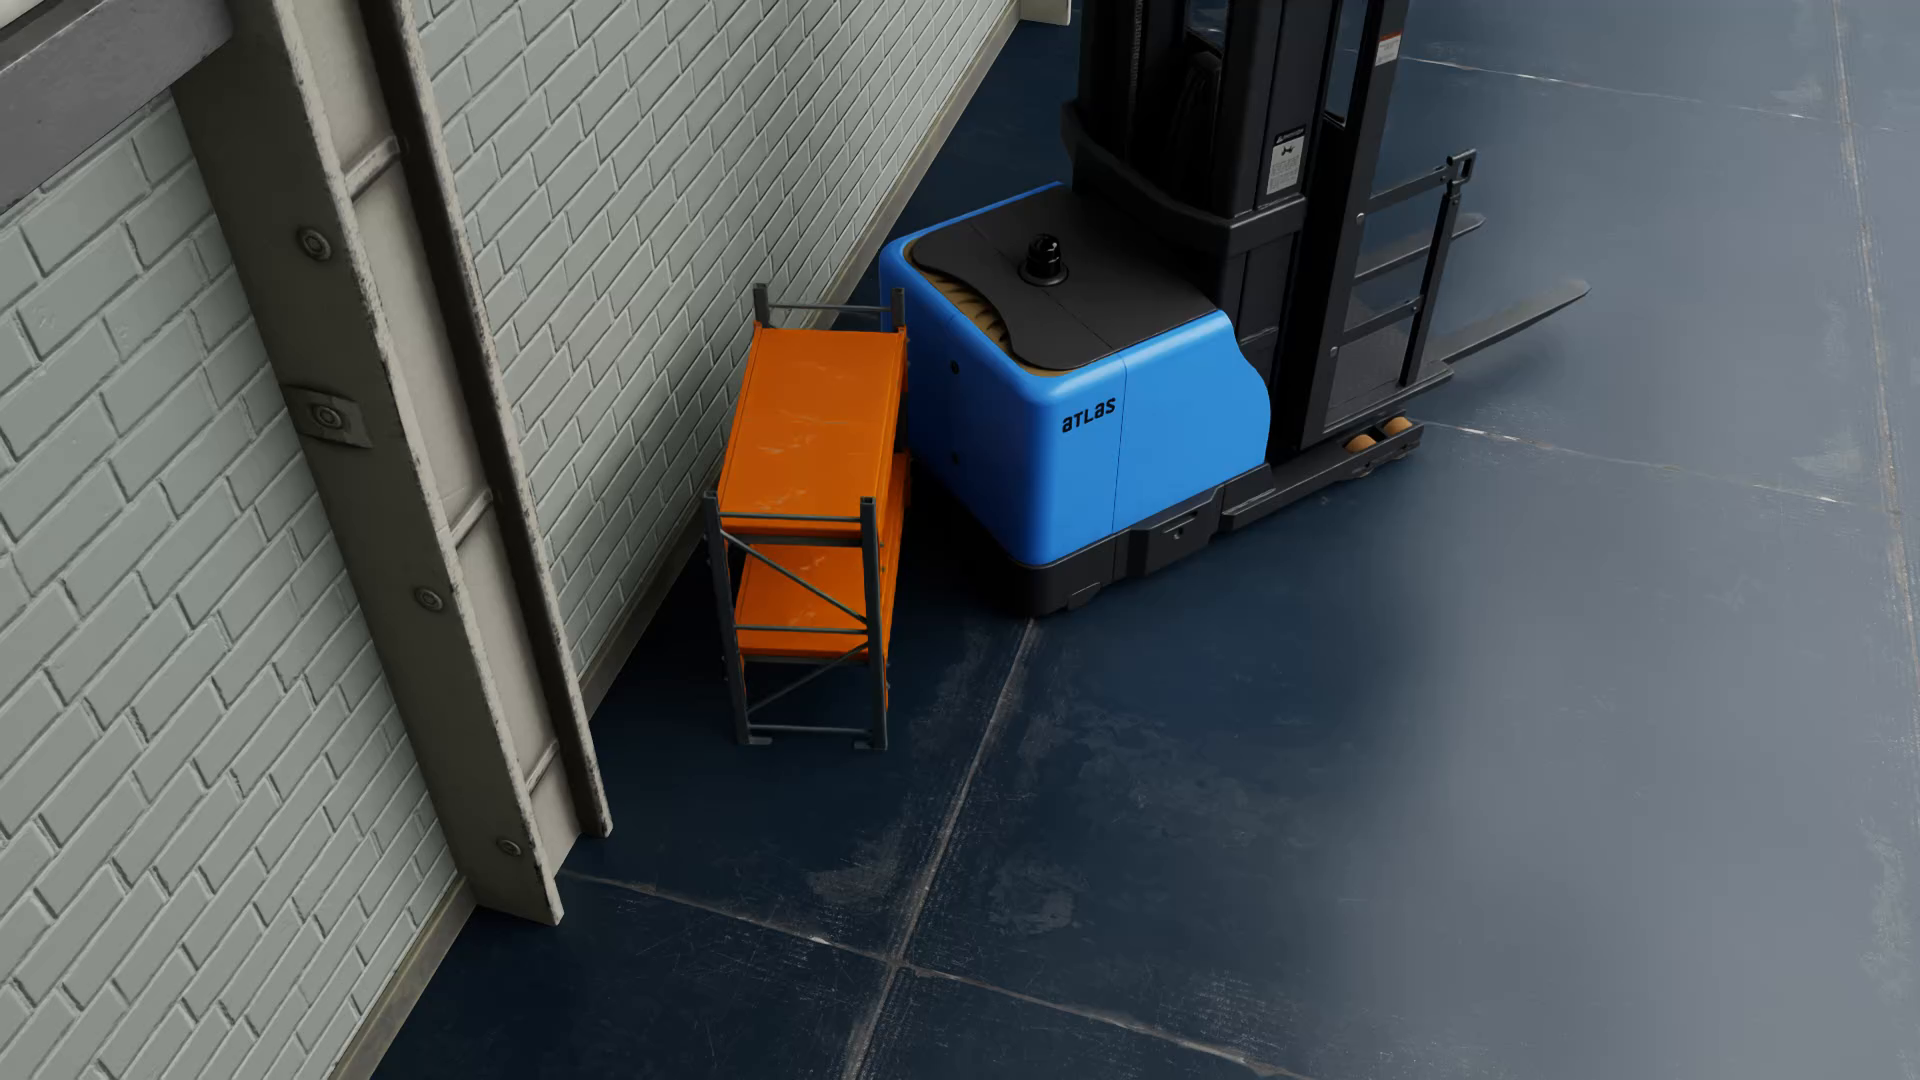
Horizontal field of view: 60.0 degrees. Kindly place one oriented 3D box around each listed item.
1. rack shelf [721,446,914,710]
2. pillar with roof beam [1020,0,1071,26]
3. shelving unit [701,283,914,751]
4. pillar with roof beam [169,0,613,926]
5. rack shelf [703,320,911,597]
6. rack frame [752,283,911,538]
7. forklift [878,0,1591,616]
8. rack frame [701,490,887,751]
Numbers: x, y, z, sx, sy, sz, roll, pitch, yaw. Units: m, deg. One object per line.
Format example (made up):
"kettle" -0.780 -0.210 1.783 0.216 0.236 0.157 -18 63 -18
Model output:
"rack shelf" -0.464 0.100 5.693 0.538 0.278 1.000 2 44 2
"pillar with roof beam" 4.607 -5.294 5.226 9.100 9.000 0.400 13 46 13
"shelving unit" -0.464 -0.075 5.522 0.538 1.125 1.048 2 44 2
"pillar with roof beam" 2.790 -1.295 1.139 9.100 9.000 0.400 13 46 13
"rack shelf" -0.464 -0.284 5.318 0.538 0.278 1.000 2 44 2
"rack frame" -0.435 -0.430 5.885 0.500 1.125 0.032 2 44 2
"forklift" 1.217 -1.580 5.769 3.031 2.935 1.130 -24 49 -23
"rack frame" -0.493 0.280 5.160 0.500 1.125 0.032 2 44 2
